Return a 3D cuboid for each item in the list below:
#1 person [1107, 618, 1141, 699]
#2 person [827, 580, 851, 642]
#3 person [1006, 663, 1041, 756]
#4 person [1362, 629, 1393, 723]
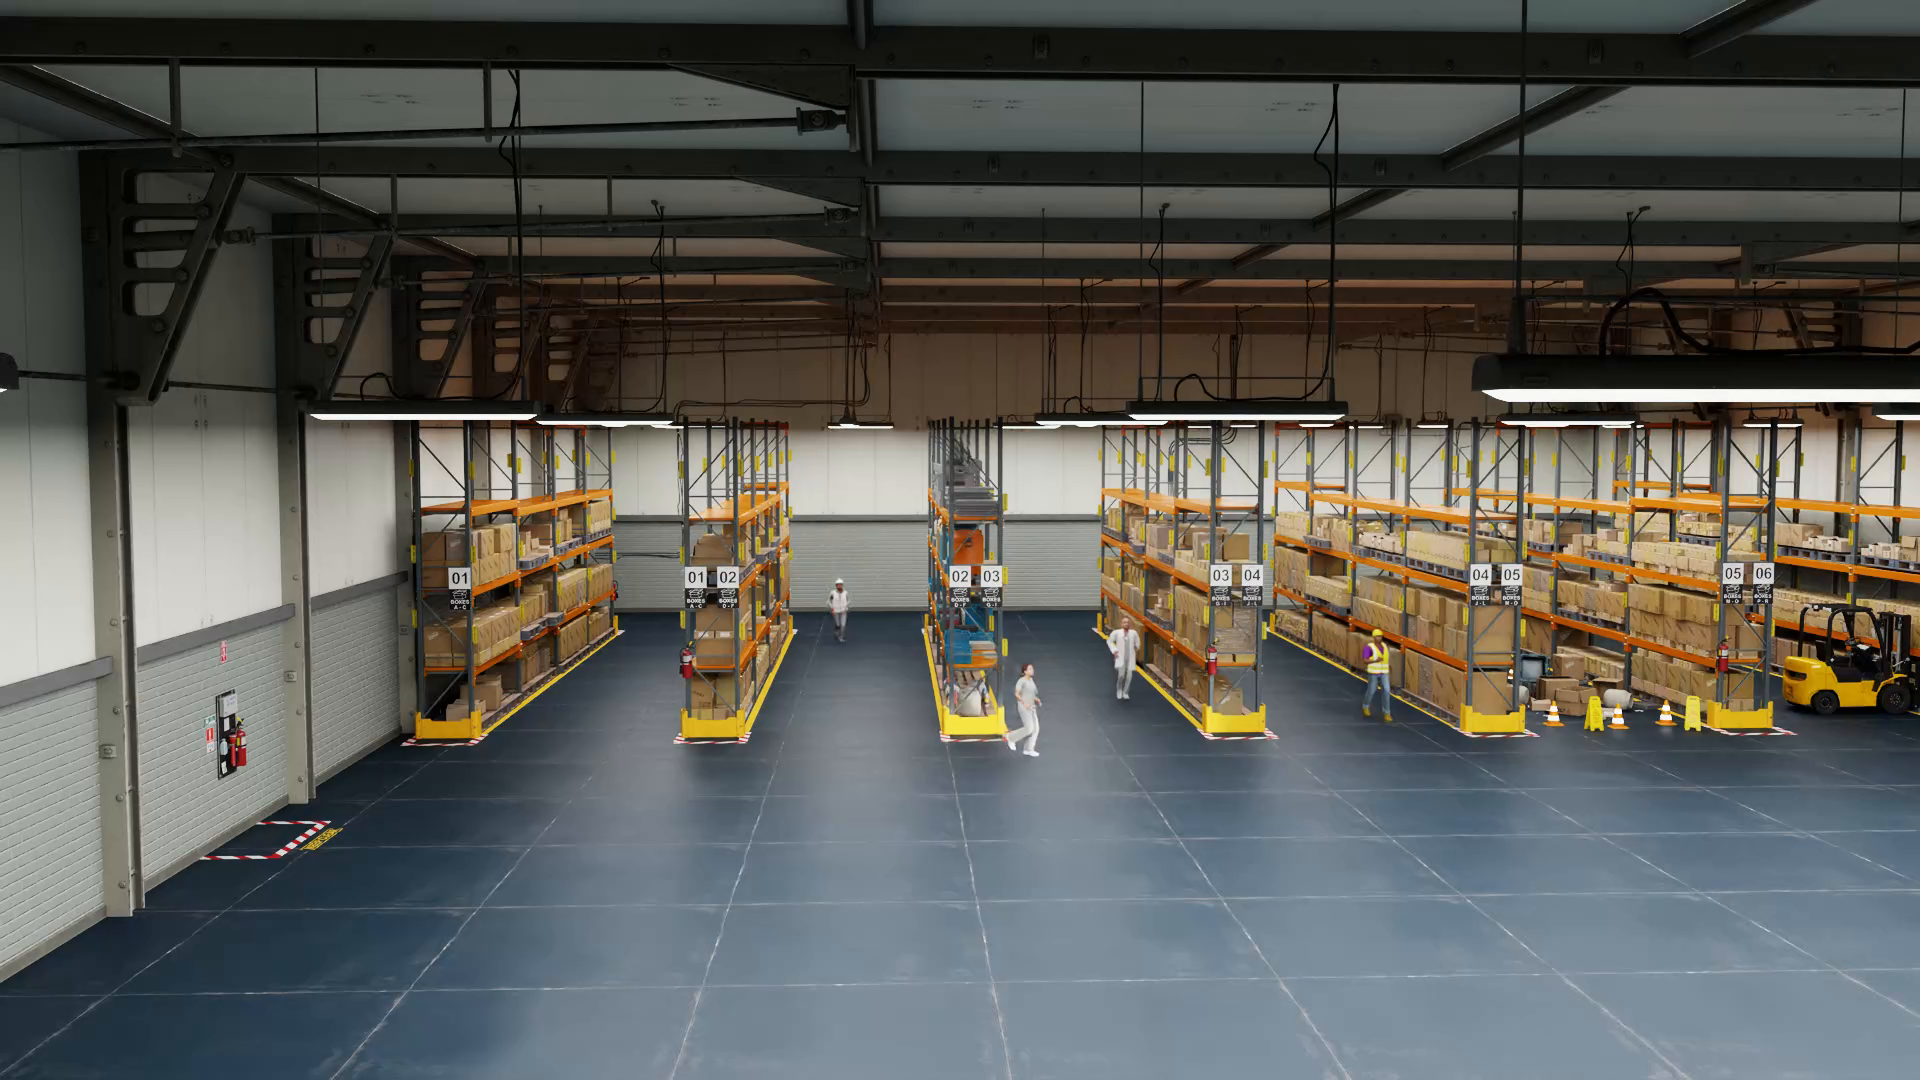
[{"bbox_3d":[3.521,2.537,35.369,0.694,1.744,0.642,0,4,-7],"label":"person"},{"bbox_3d":[-3.284,1.930,45.313,0.636,1.711,0.592,-1,4,-14],"label":"person"},{"bbox_3d":[1.141,2.986,29.470,0.616,1.646,0.586,2,4,31],"label":"person"},{"bbox_3d":[8.286,2.669,33.001,0.683,1.802,0.883,-1,4,-13],"label":"person"}]
